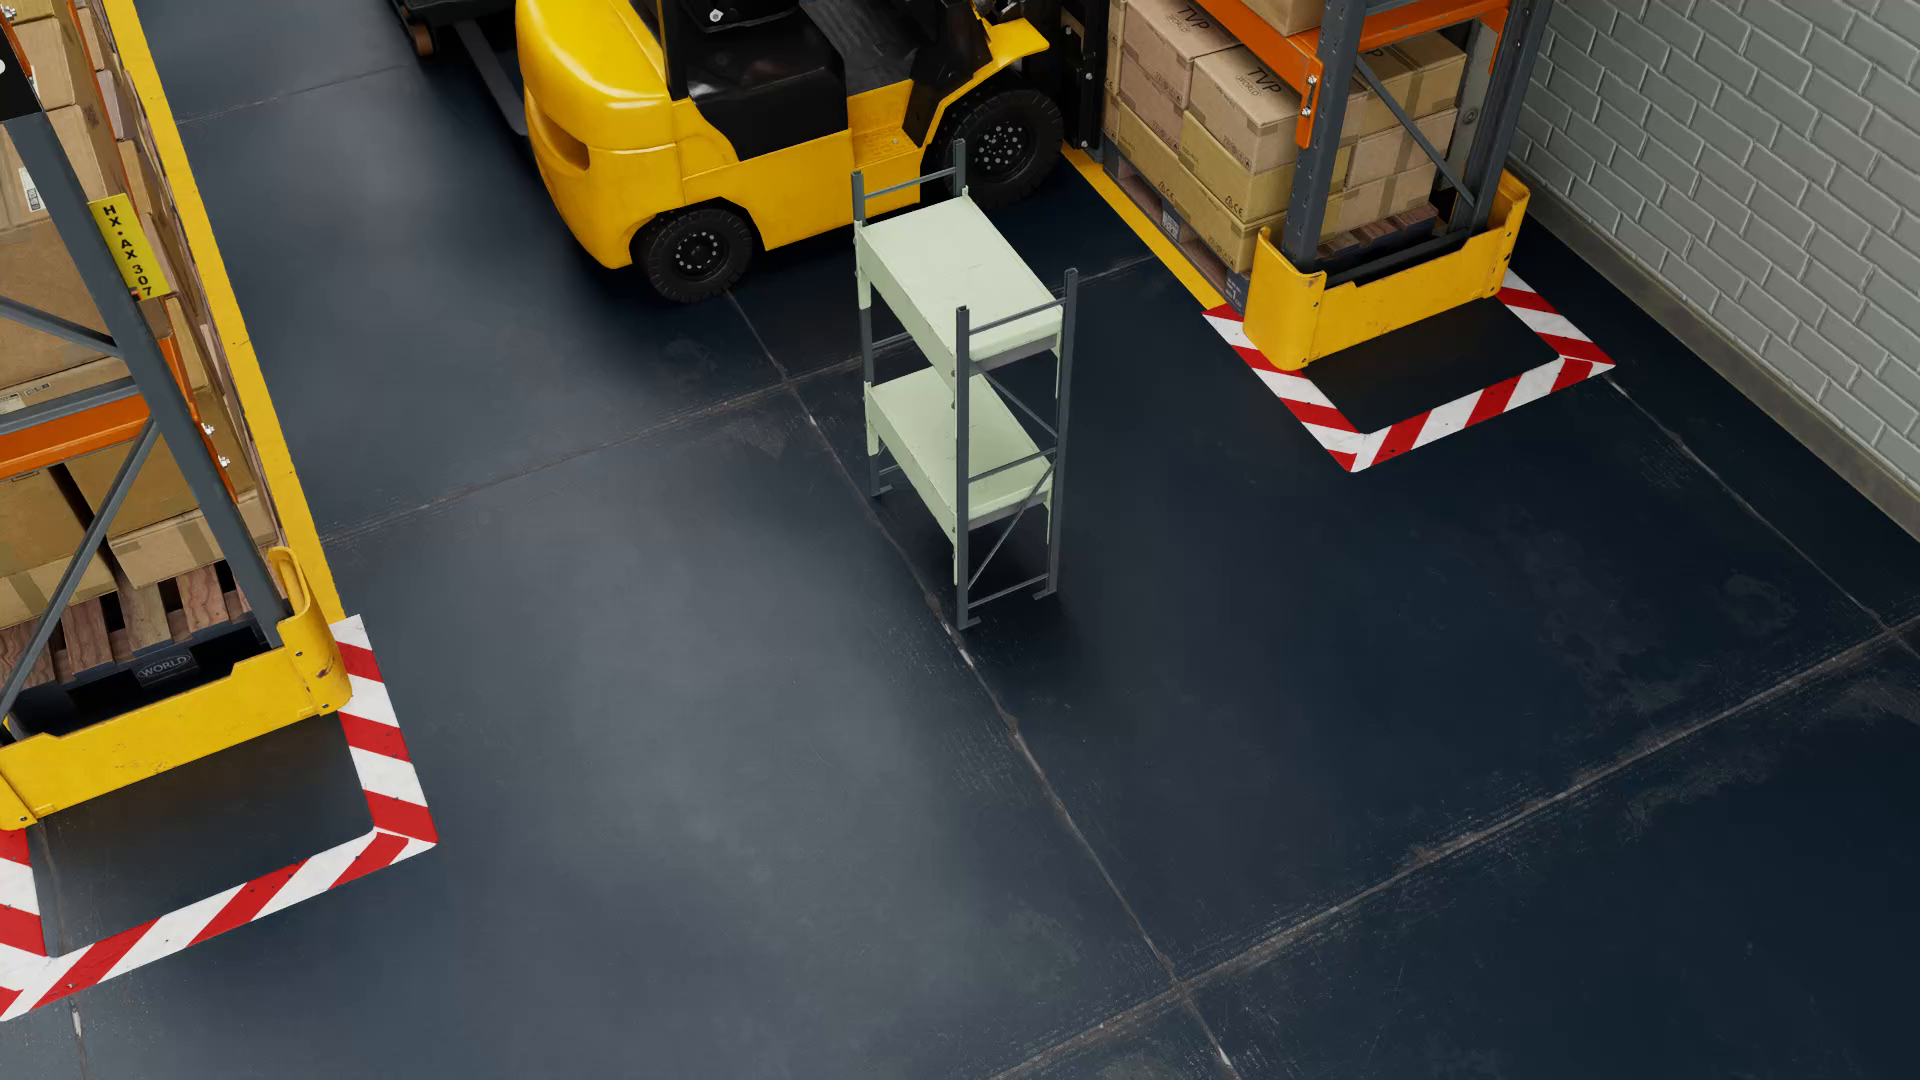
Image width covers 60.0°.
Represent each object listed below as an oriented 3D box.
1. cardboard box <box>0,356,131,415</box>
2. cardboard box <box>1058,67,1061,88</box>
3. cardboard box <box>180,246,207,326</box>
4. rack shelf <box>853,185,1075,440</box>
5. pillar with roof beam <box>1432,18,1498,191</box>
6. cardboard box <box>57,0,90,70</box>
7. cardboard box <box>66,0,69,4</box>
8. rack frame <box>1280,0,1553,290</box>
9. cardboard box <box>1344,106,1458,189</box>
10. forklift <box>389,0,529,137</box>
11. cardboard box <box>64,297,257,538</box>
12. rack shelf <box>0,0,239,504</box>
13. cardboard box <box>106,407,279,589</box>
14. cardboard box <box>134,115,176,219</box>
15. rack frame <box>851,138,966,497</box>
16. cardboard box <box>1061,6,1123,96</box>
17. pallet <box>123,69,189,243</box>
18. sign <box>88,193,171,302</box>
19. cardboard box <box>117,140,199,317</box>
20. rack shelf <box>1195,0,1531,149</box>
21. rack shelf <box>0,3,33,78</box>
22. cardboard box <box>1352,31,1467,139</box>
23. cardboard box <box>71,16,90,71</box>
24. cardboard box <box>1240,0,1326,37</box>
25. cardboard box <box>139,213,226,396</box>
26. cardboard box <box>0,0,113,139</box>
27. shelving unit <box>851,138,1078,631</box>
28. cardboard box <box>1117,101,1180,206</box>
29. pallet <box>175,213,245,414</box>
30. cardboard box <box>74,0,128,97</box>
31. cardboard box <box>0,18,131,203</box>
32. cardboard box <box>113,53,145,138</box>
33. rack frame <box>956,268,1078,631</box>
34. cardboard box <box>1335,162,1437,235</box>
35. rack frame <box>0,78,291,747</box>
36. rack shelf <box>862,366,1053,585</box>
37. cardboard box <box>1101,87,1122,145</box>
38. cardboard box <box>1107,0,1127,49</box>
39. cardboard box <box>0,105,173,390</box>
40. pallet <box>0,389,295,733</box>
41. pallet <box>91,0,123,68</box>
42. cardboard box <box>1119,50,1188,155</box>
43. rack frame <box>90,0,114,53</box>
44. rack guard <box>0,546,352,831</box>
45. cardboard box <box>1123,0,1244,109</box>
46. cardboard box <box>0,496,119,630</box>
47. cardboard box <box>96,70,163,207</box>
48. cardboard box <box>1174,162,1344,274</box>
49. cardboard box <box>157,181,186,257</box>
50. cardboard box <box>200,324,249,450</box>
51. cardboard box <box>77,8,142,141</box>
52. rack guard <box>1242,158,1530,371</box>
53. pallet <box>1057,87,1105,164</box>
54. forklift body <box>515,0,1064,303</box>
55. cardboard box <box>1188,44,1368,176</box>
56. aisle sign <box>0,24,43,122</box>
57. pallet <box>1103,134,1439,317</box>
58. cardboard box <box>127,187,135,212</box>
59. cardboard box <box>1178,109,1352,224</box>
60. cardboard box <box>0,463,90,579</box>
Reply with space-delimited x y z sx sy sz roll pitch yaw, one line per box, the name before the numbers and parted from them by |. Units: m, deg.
cardboard box | -2.625 -0.504 4.865 0.380 0.149 0.250 -21 52 -17
cardboard box | 0.564 -2.453 7.950 0.500 0.250 0.500 -20 52 -16
cardboard box | -3.265 -0.861 6.558 0.500 0.250 0.500 -18 51 -15
rack shelf | 0.003 -0.746 5.388 0.431 0.370 0.720 -21 52 -18
pillar with roof beam | -1.587 -3.269 3.131 9.100 9.000 0.400 -21 52 -18
cardboard box | -3.338 -1.855 5.616 0.500 0.500 0.500 -22 52 -18
cardboard box | -3.598 -2.093 6.255 0.380 0.149 0.250 -22 52 -18
rack frame | 1.758 -2.000 6.007 1.000 3.000 0.127 -21 52 -18
cardboard box | 1.727 -1.784 7.033 0.500 0.250 0.500 -20 52 -17
forklift | -2.385 -3.784 7.613 1.130 2.935 3.031 -21 52 -17
cardboard box | -2.789 -0.419 5.673 0.500 0.500 0.500 -23 53 -19
rack shelf | -3.569 -1.390 5.951 1.077 0.370 4.000 -21 52 -18
cardboard box | -2.777 -0.156 5.941 0.500 0.250 0.500 -22 52 -18
cardboard box | -3.722 -1.542 7.154 0.500 0.250 0.500 -22 53 -18
rack frame | -0.164 -0.734 5.896 0.400 1.500 0.023 -21 52 -18
cardboard box | 0.782 -2.293 7.479 0.500 0.250 0.500 -22 52 -18
pallet | -4.146 -1.610 7.518 1.003 0.211 1.213 -21 52 -18
sign | -2.172 -0.760 4.347 0.100 0.325 0.005 -21 52 -18
cardboard box | -3.254 -1.106 6.274 0.500 0.500 0.500 -20 52 -17
rack shelf | 0.843 -3.102 7.448 1.077 0.370 4.000 -21 52 -18
rack shelf | -3.569 -2.377 4.821 1.077 0.370 4.000 -21 52 -18
cardboard box | 1.706 -1.949 6.845 0.500 0.250 0.500 -22 52 -18
cardboard box | -3.358 -1.752 5.957 0.380 0.149 0.250 -21 52 -17
cardboard box | 1.299 -2.272 6.178 0.500 0.500 0.500 -22 52 -18
cardboard box | -3.032 -0.767 5.978 0.500 0.500 0.500 -23 53 -19
cardboard box | -3.098 -1.517 5.320 0.500 0.500 0.500 -22 52 -18
shelving unit | 0.003 -0.489 5.682 0.431 1.500 0.755 -21 52 -18
cardboard box | 1.043 -1.775 7.357 0.500 0.250 0.500 -21 52 -18
pallet | -3.583 -0.792 6.803 1.003 0.211 1.213 -21 52 -18
cardboard box | -3.975 -2.141 7.180 0.500 0.500 0.500 -22 52 -18
cardboard box | -2.864 -1.177 5.022 0.500 0.500 0.500 -20 52 -16
cardboard box | -3.975 -1.895 7.462 0.500 0.250 0.500 -19 52 -16
rack frame | 0.171 -0.244 5.467 0.400 1.500 0.023 -21 52 -18
cardboard box | 1.707 -1.629 7.230 0.500 0.250 0.500 -21 52 -17
rack frame | -2.654 -0.288 4.509 1.000 3.000 0.127 -21 52 -18
rack shelf | 0.003 -0.275 5.927 0.431 0.370 0.720 -21 52 -18
cardboard box | 0.822 -2.113 7.653 0.500 0.250 0.500 -21 52 -17
cardboard box | 0.791 -2.437 7.272 0.500 0.250 0.500 -21 52 -17
cardboard box | -2.624 -0.831 4.720 0.500 0.500 0.500 -22 52 -18
pallet | -3.029 0.023 6.089 1.003 0.211 1.213 -21 52 -18
pallet | -4.842 -2.568 8.355 1.003 0.211 1.213 -21 52 -18
cardboard box | 1.037 -1.955 7.183 0.500 0.250 0.500 -22 52 -18
rack frame | -4.484 -2.965 6.851 1.000 3.000 0.127 -21 52 -18
rack guard | -2.689 0.484 5.494 1.175 0.500 0.348 -21 52 -18
cardboard box | 1.031 -2.103 6.980 0.500 0.250 0.500 -20 52 -17
cardboard box | -3.274 0.015 5.792 0.500 0.250 0.500 -21 52 -18
cardboard box | -3.506 -1.460 6.584 0.500 0.500 0.500 -19 51 -16
cardboard box | 1.262 -1.439 7.063 0.500 0.250 0.500 -21 52 -17
cardboard box | -3.494 -1.200 6.855 0.500 0.250 0.500 -20 52 -17
cardboard box | -3.004 -0.500 6.242 0.500 0.250 0.500 -19 52 -16
cardboard box | -3.741 -1.802 6.882 0.500 0.500 0.500 -20 52 -17
rack guard | 1.769 -1.161 6.933 1.175 0.500 0.348 -21 52 -18
pallet | 0.816 -2.395 8.204 1.003 0.211 1.213 -21 52 -18
forklift body | -0.732 -2.361 6.886 2.313 2.155 1.214 -21 52 -18
cardboard box | 1.270 -1.763 6.683 0.500 0.250 0.500 -20 52 -16
aisle sign | -2.350 -1.209 3.588 0.394 0.787 0.004 -21 52 -18
pallet | 1.371 -1.580 7.491 1.003 0.211 1.213 -21 52 -18
cardboard box | -2.878 -1.059 5.350 0.380 0.149 0.250 -20 52 -17
cardboard box | 1.257 -1.616 6.886 0.500 0.250 0.500 -22 52 -18
cardboard box | -3.252 -0.214 5.494 0.500 0.500 0.500 -21 52 -17
